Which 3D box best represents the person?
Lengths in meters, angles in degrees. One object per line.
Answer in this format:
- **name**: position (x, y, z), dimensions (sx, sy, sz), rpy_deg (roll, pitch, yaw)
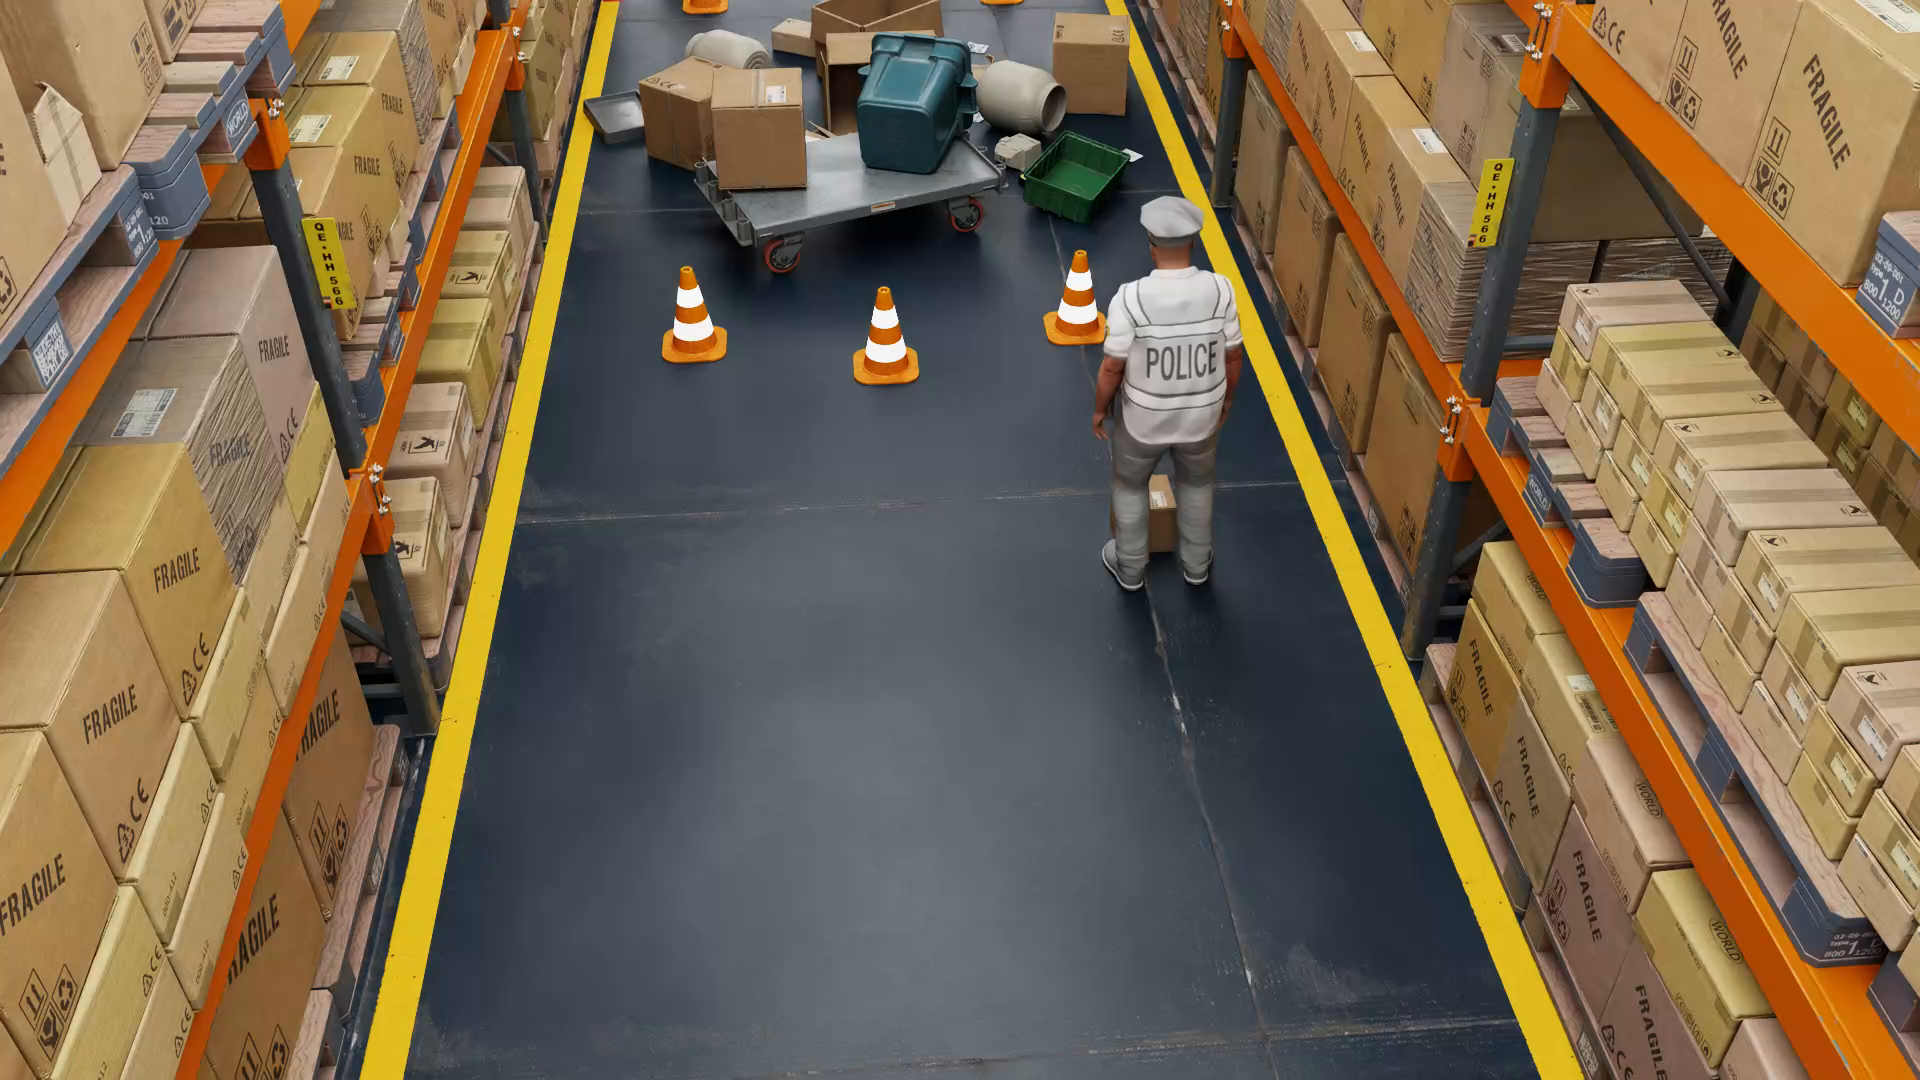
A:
- **person**: position (0.848, -0.529, 6.802), dimensions (0.604, 1.751, 0.427), rpy_deg (-5, 39, -6)
